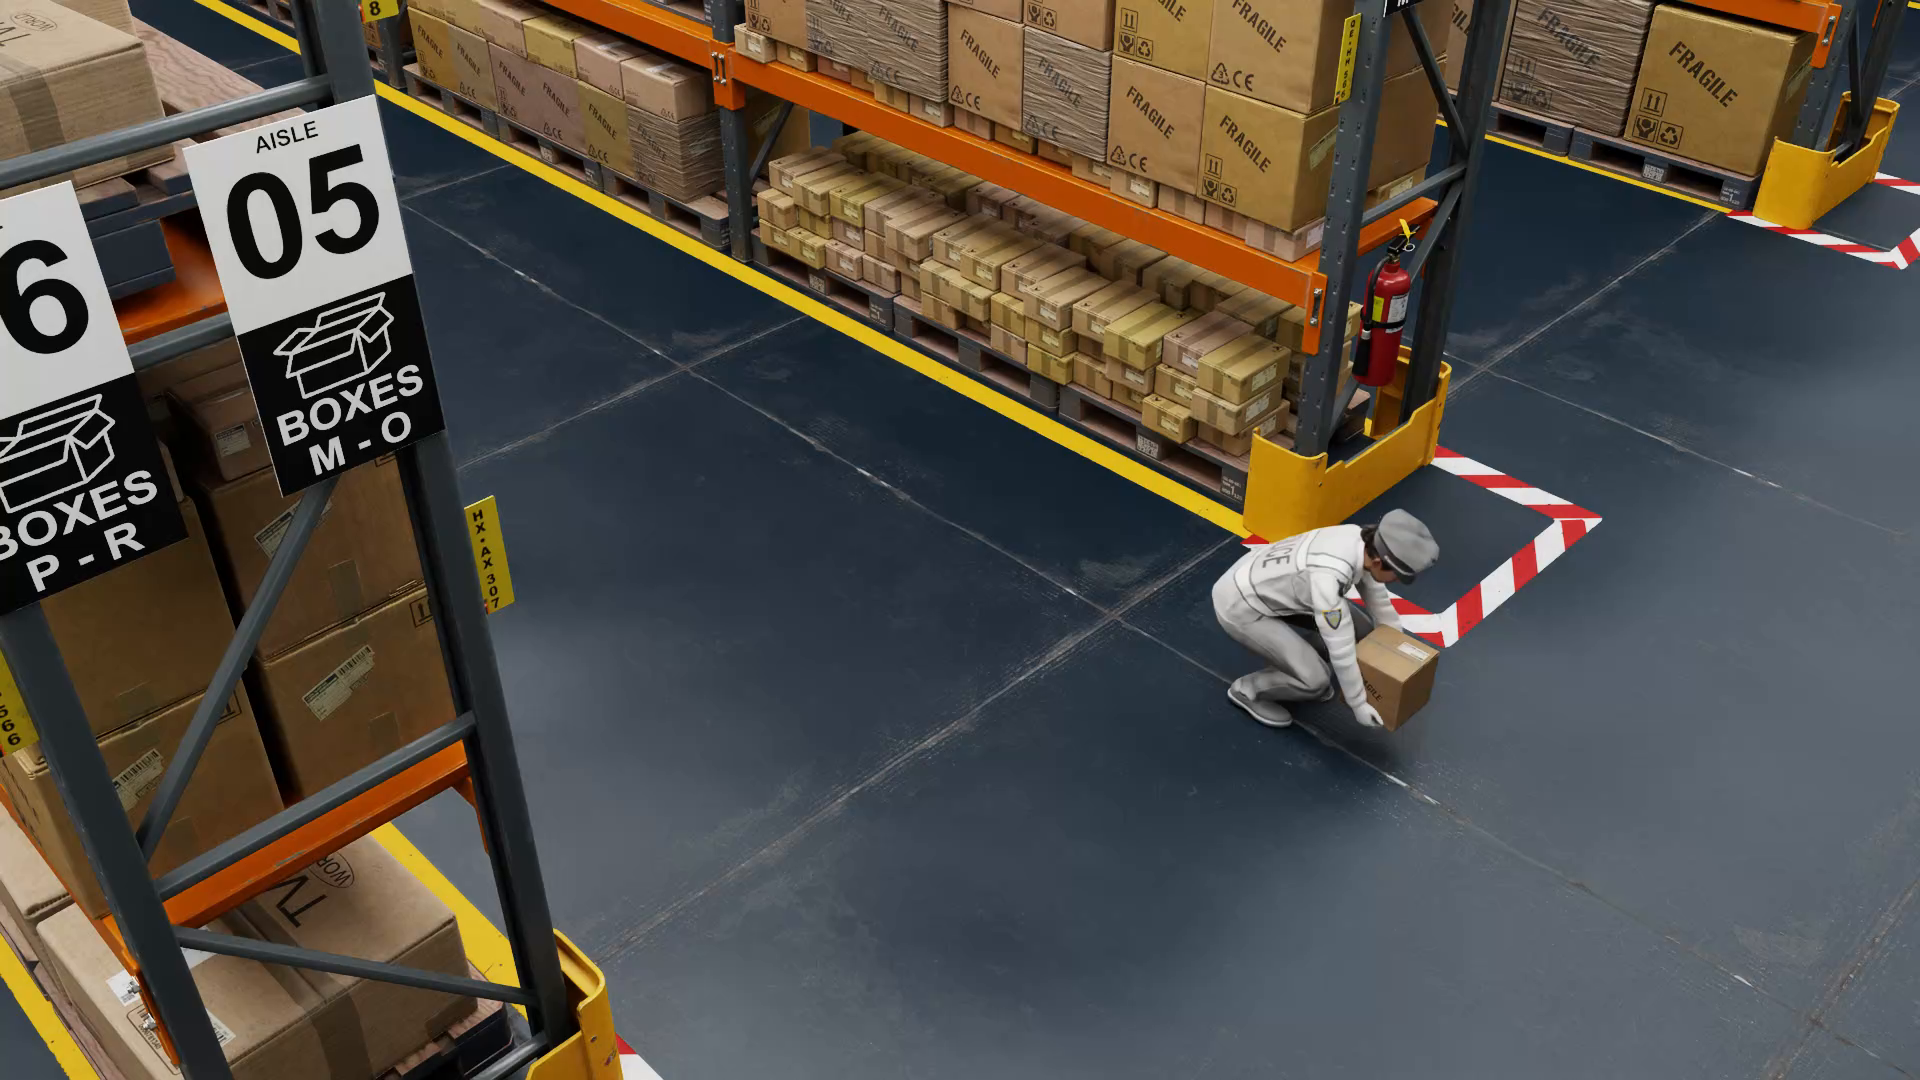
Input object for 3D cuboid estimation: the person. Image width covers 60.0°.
[{"bbox_3d":[1.380,0.273,6.358,0.828,0.990,0.471,24,42,30],"label":"person"}]
